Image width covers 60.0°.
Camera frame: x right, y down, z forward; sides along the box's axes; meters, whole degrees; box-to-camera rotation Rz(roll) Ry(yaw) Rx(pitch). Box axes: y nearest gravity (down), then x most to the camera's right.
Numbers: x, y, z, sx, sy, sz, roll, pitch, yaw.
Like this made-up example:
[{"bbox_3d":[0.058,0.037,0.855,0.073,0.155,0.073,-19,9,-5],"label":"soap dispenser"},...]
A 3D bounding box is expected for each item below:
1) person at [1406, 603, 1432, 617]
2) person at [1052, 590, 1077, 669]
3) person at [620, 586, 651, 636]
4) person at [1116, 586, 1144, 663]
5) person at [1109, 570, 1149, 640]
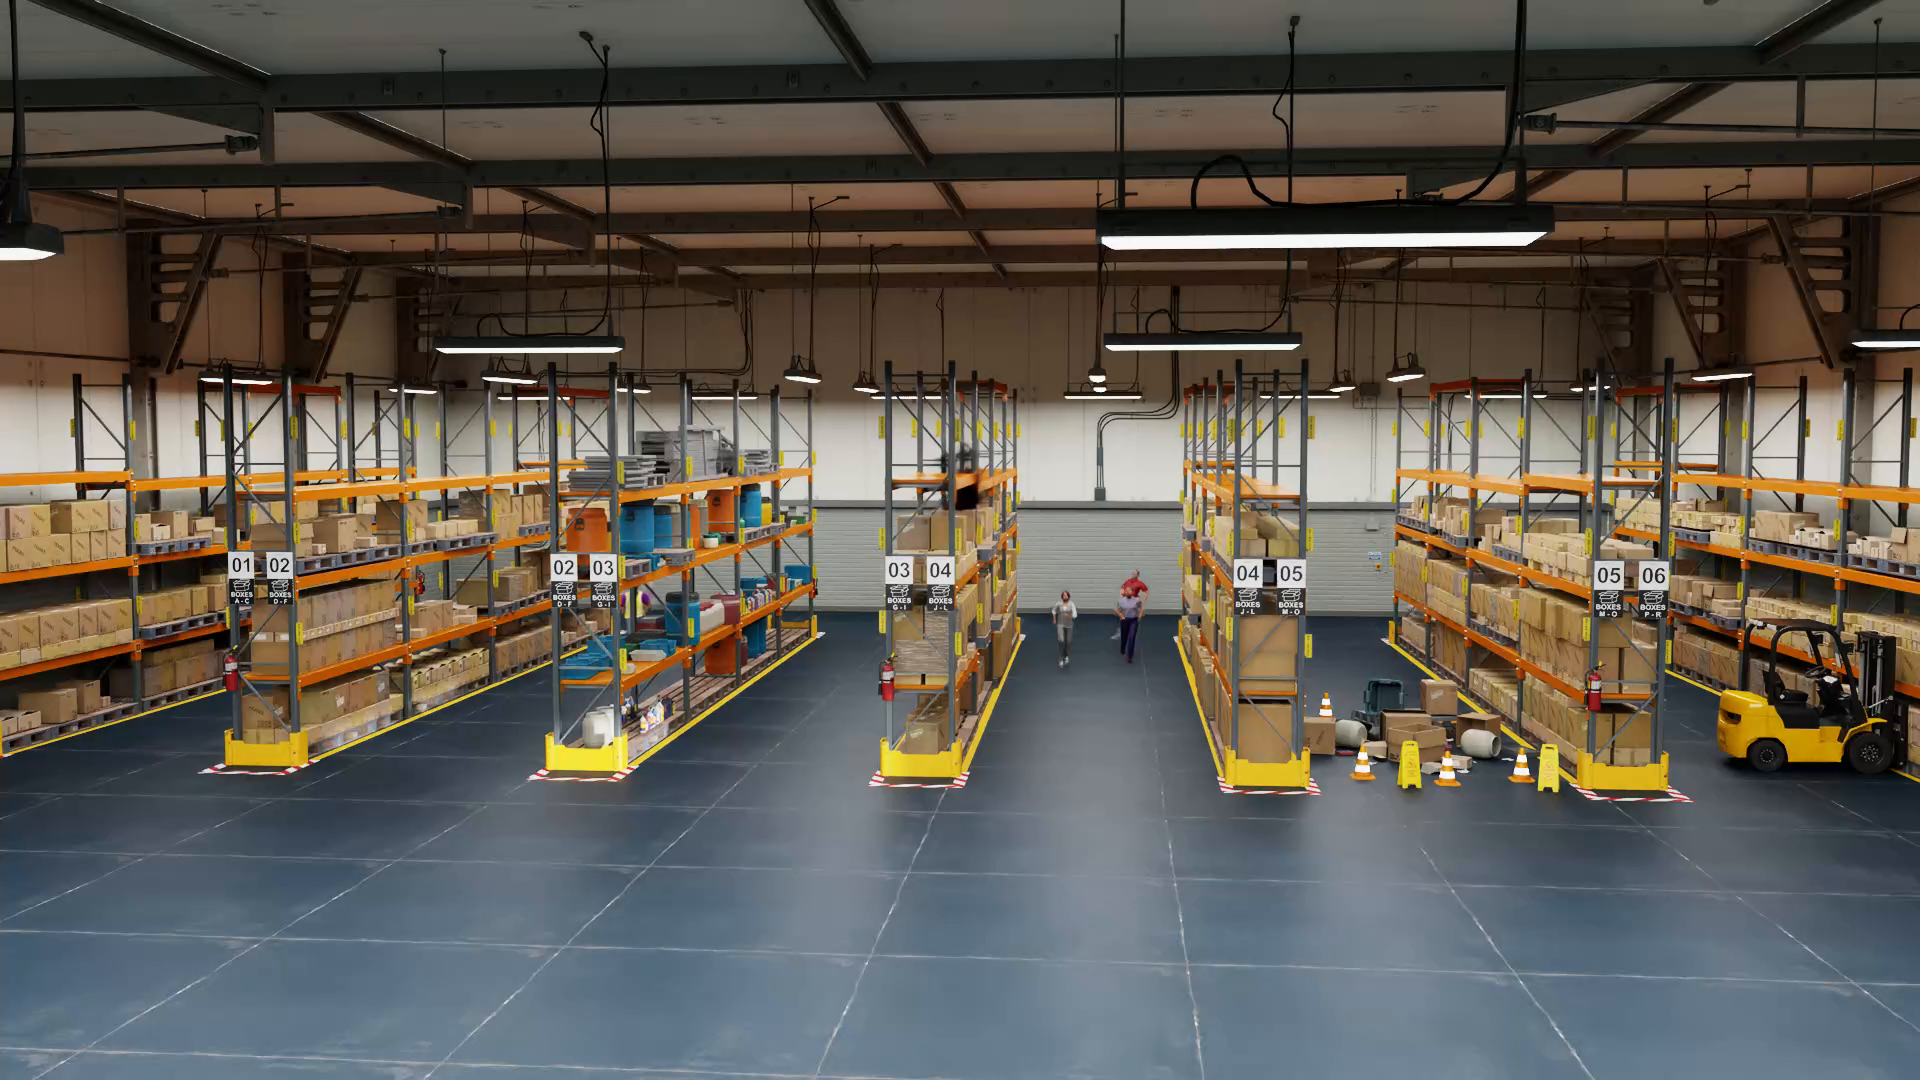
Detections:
[{"bbox_3d":[11.196,1.488,40.396,0.771,1.796,0.735,-4,5,-45],"label":"person"},{"bbox_3d":[2.218,1.884,35.249,0.505,1.646,0.717,0,4,-1],"label":"person"},{"bbox_3d":[-7.169,1.727,36.549,0.681,1.719,0.593,0,4,-4],"label":"person"},{"bbox_3d":[3.705,1.828,36.245,0.615,1.637,0.818,1,4,8],"label":"person"},{"bbox_3d":[4.020,1.542,39.673,0.937,1.663,0.715,-3,5,-36],"label":"person"}]
